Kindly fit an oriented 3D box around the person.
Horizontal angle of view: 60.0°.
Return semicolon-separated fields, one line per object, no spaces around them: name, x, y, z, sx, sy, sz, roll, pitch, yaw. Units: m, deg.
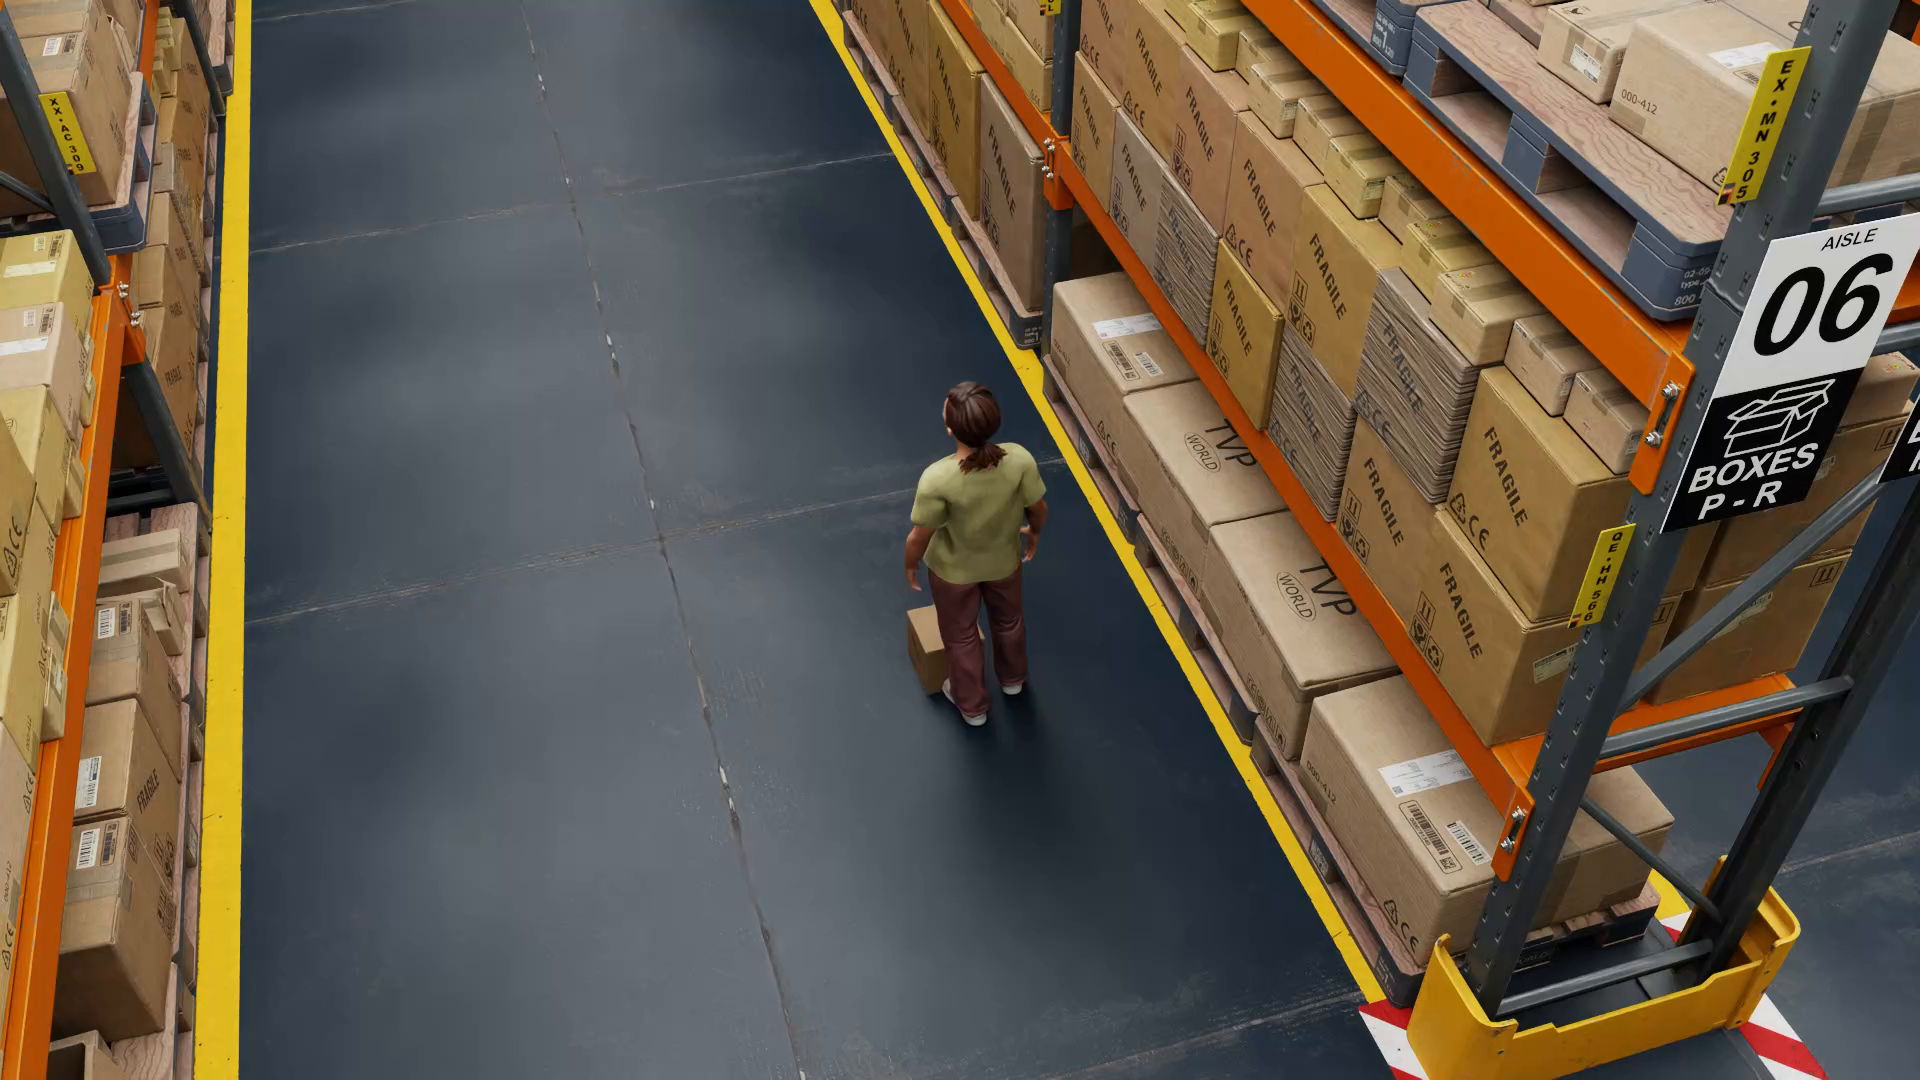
person;0.038;0.032;6.114;0.552;1.674;0.549;-12;44;-13
